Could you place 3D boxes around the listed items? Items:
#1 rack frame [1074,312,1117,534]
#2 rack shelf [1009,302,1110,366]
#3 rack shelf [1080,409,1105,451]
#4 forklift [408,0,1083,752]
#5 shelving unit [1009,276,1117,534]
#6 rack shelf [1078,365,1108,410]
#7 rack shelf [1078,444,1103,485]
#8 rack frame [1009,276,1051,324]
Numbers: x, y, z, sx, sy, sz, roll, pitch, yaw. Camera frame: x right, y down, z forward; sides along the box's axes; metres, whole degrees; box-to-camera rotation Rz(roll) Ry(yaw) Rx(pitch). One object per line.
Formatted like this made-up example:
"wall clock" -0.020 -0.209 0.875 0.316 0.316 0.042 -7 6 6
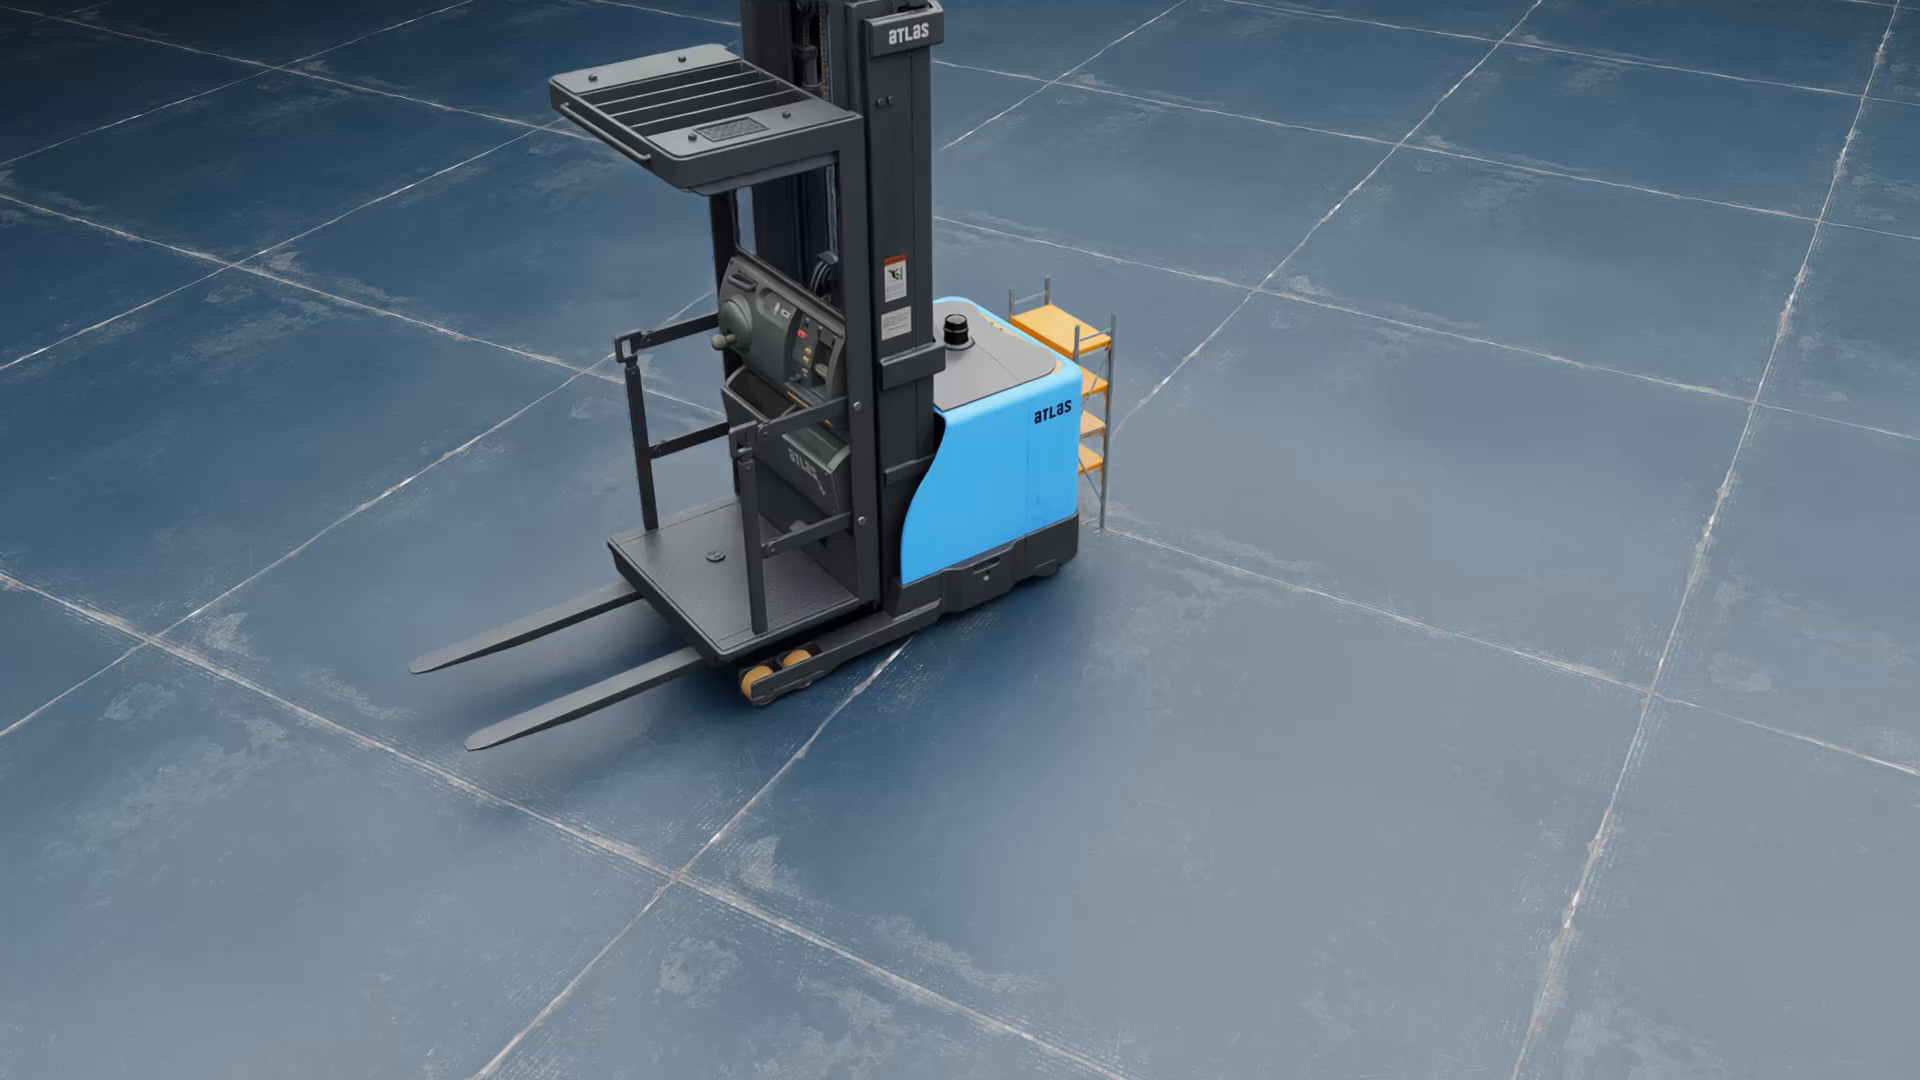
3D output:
"rack frame" 0.622 -0.512 7.936 0.240 1.200 0.015 -22 39 -29
"rack shelf" 0.478 -0.948 7.882 0.258 0.148 0.480 -22 39 -29
"rack shelf" 0.478 -0.565 8.137 0.258 0.148 0.480 -22 39 -29
"forklift" -0.921 -0.841 6.869 3.031 2.935 1.130 -22 39 -29
"shelving unit" 0.478 -0.621 8.100 0.258 1.200 0.503 -22 39 -29
"rack shelf" 0.478 -0.751 8.013 0.258 0.148 0.480 -22 39 -29
"rack shelf" 0.478 -0.400 8.247 0.258 0.148 0.480 -22 39 -29
"rack frame" 0.335 -0.730 8.264 0.240 1.200 0.015 -22 39 -29
